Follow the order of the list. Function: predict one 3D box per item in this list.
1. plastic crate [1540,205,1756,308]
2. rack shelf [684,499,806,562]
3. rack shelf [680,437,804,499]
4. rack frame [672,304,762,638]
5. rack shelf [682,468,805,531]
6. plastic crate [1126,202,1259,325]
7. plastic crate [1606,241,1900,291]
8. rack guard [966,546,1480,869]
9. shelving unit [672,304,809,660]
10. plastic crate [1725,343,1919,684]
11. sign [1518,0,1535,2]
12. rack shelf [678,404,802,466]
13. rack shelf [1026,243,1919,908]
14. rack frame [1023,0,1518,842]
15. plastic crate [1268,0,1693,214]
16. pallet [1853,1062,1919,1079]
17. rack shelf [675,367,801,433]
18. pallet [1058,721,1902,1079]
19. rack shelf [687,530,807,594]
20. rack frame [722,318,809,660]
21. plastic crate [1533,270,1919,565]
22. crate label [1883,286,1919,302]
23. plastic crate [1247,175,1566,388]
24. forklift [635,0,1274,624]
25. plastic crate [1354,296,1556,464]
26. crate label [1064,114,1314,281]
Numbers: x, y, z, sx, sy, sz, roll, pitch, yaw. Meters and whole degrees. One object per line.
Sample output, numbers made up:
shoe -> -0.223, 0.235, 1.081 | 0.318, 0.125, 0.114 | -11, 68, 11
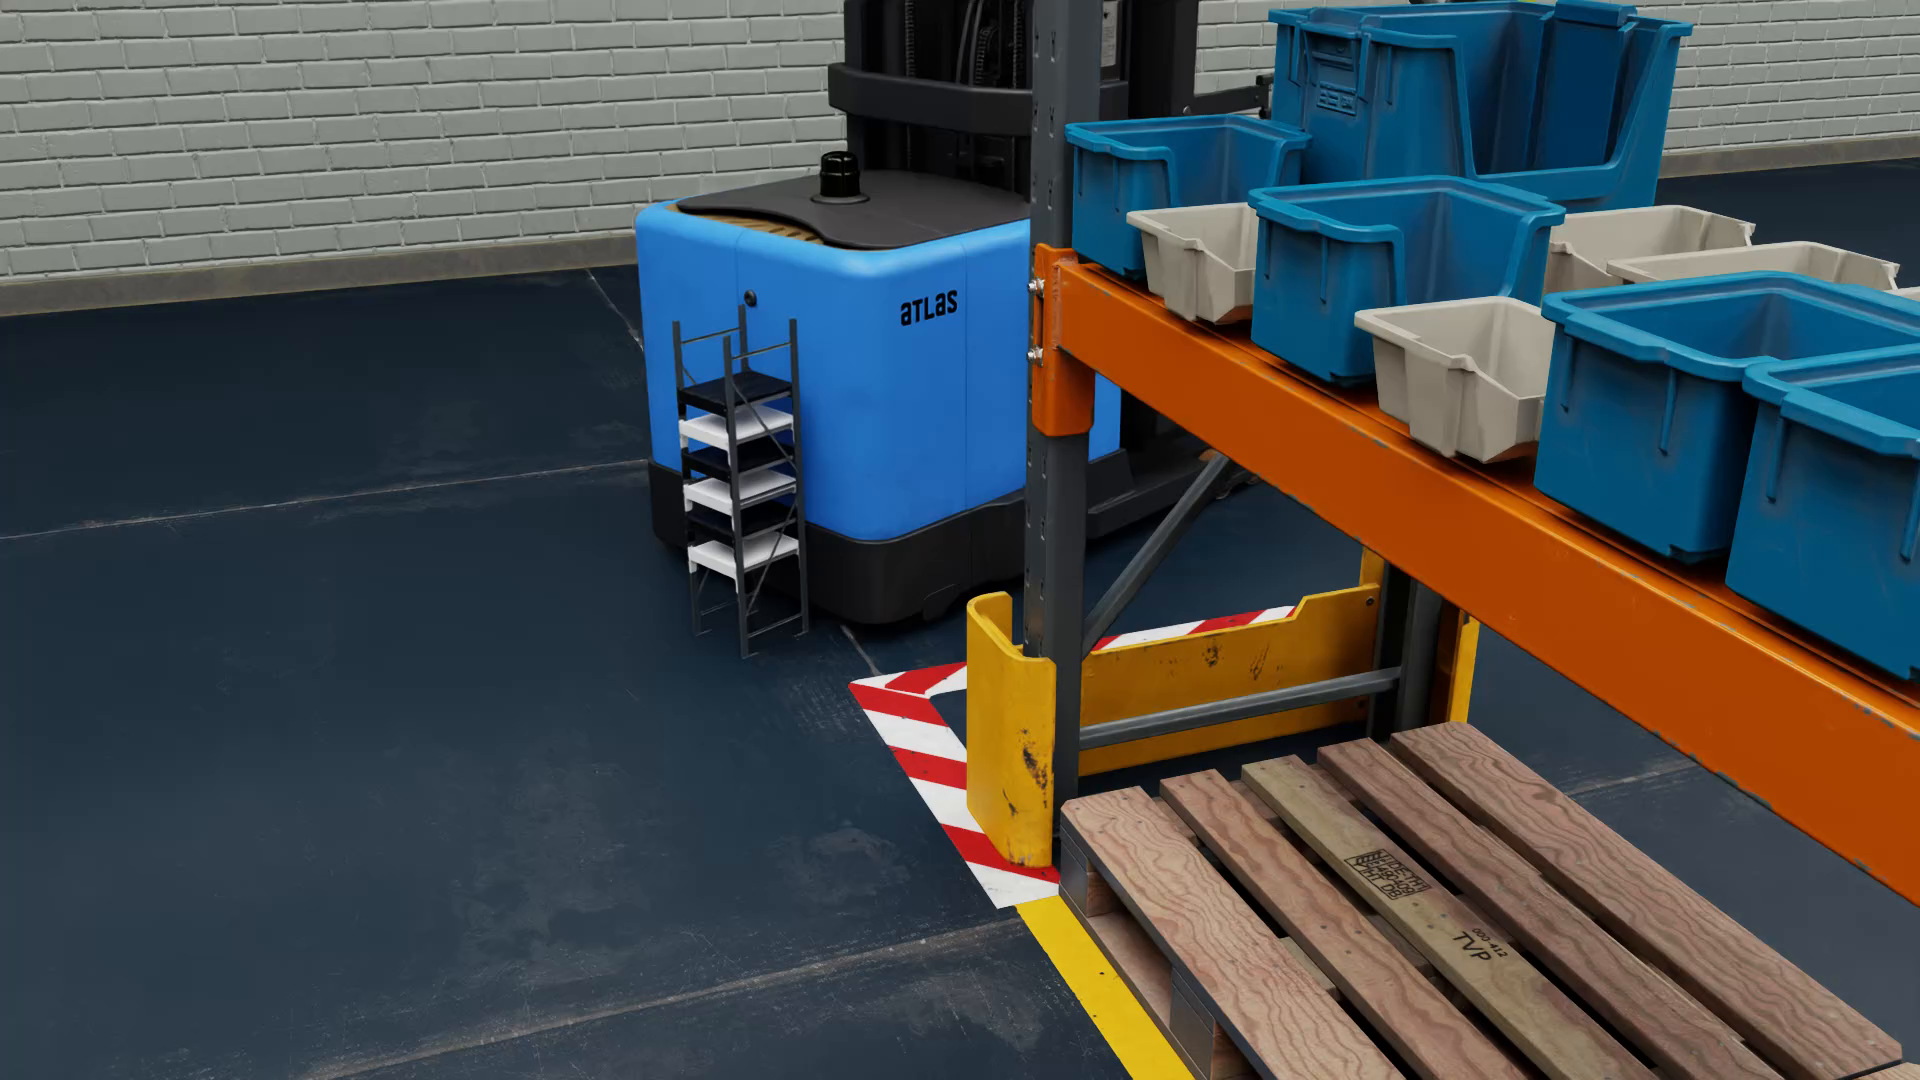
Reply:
plastic crate -> 1.081, -0.438, 2.690 | 0.396, 0.136, 0.243 | -8, 24, -19
rack shelf -> -0.579, -0.038, 4.498 | 0.200, 0.077, 0.258 | 20, 30, 39
rack shelf -> -0.580, -0.204, 4.428 | 0.200, 0.077, 0.258 | 20, 30, 39
rack frame -> -0.654, -0.178, 4.514 | 0.006, 0.900, 0.240 | 20, 30, 39
rack shelf -> -0.579, -0.121, 4.463 | 0.200, 0.077, 0.258 | 20, 30, 39
plastic crate -> 0.439, -0.447, 2.710 | 0.250, 0.136, 0.298 | -8, 24, -19
plastic crate -> 1.170, -0.331, 2.435 | 0.396, 0.136, 0.243 | -8, 24, -19
rack guard -> 0.603, 0.341, 3.796 | 1.175, 0.500, 0.348 | -8, 24, -19
shelving unit -> -0.580, -0.151, 4.450 | 0.210, 0.900, 0.258 | 20, 30, 39
plastic crate -> 0.974, -0.032, 1.601 | 0.416, 0.233, 0.300 | -8, 24, -19
sign -> 1.133, -0.960, 3.456 | 0.100, 0.325, 0.005 | -8, 24, -19
rack shelf -> -0.580, -0.287, 4.393 | 0.200, 0.077, 0.258 | 20, 30, 39
rack shelf -> 1.331, 0.255, 1.710 | 1.077, 0.370, 4.000 | -8, 24, -19
rack frame -> 0.624, -0.804, 3.294 | 1.000, 3.000, 0.127 | -8, 24, -19
plastic crate -> 0.917, -0.751, 3.048 | 0.616, 0.435, 0.499 | -8, 24, -19
pallet -> 1.306, 1.229, 2.062 | 1.003, 0.211, 1.213 | -8, 24, -19
rack shelf -> -0.580, -0.369, 4.357 | 0.200, 0.077, 0.258 | 20, 30, 39
pallet -> 0.879, 0.786, 3.112 | 1.003, 0.211, 1.213 | -8, 24, -19
rack shelf -> -0.579, 0.045, 4.533 | 0.200, 0.077, 0.258 | 20, 30, 39
rack frame -> -0.505, -0.124, 4.386 | 0.006, 0.900, 0.240 | 20, 30, 39
plastic crate -> 0.868, -0.141, 1.860 | 0.416, 0.233, 0.300 | -8, 24, -19
crate label -> 1.292, -0.233, 2.203 | 0.396, 0.136, 0.243 | -8, 24, -19
plastic crate -> 0.636, -0.380, 2.428 | 0.416, 0.233, 0.300 | -8, 24, -19
forklift -> 0.428, -1.606, 5.287 | 1.130, 2.935, 3.031 | 20, 30, 39
plastic crate -> 0.679, -0.200, 2.126 | 0.250, 0.136, 0.298 | -8, 24, -19
crate label -> 0.403, -0.619, 2.995 | 0.416, 0.233, 0.303 | -8, 24, -19
